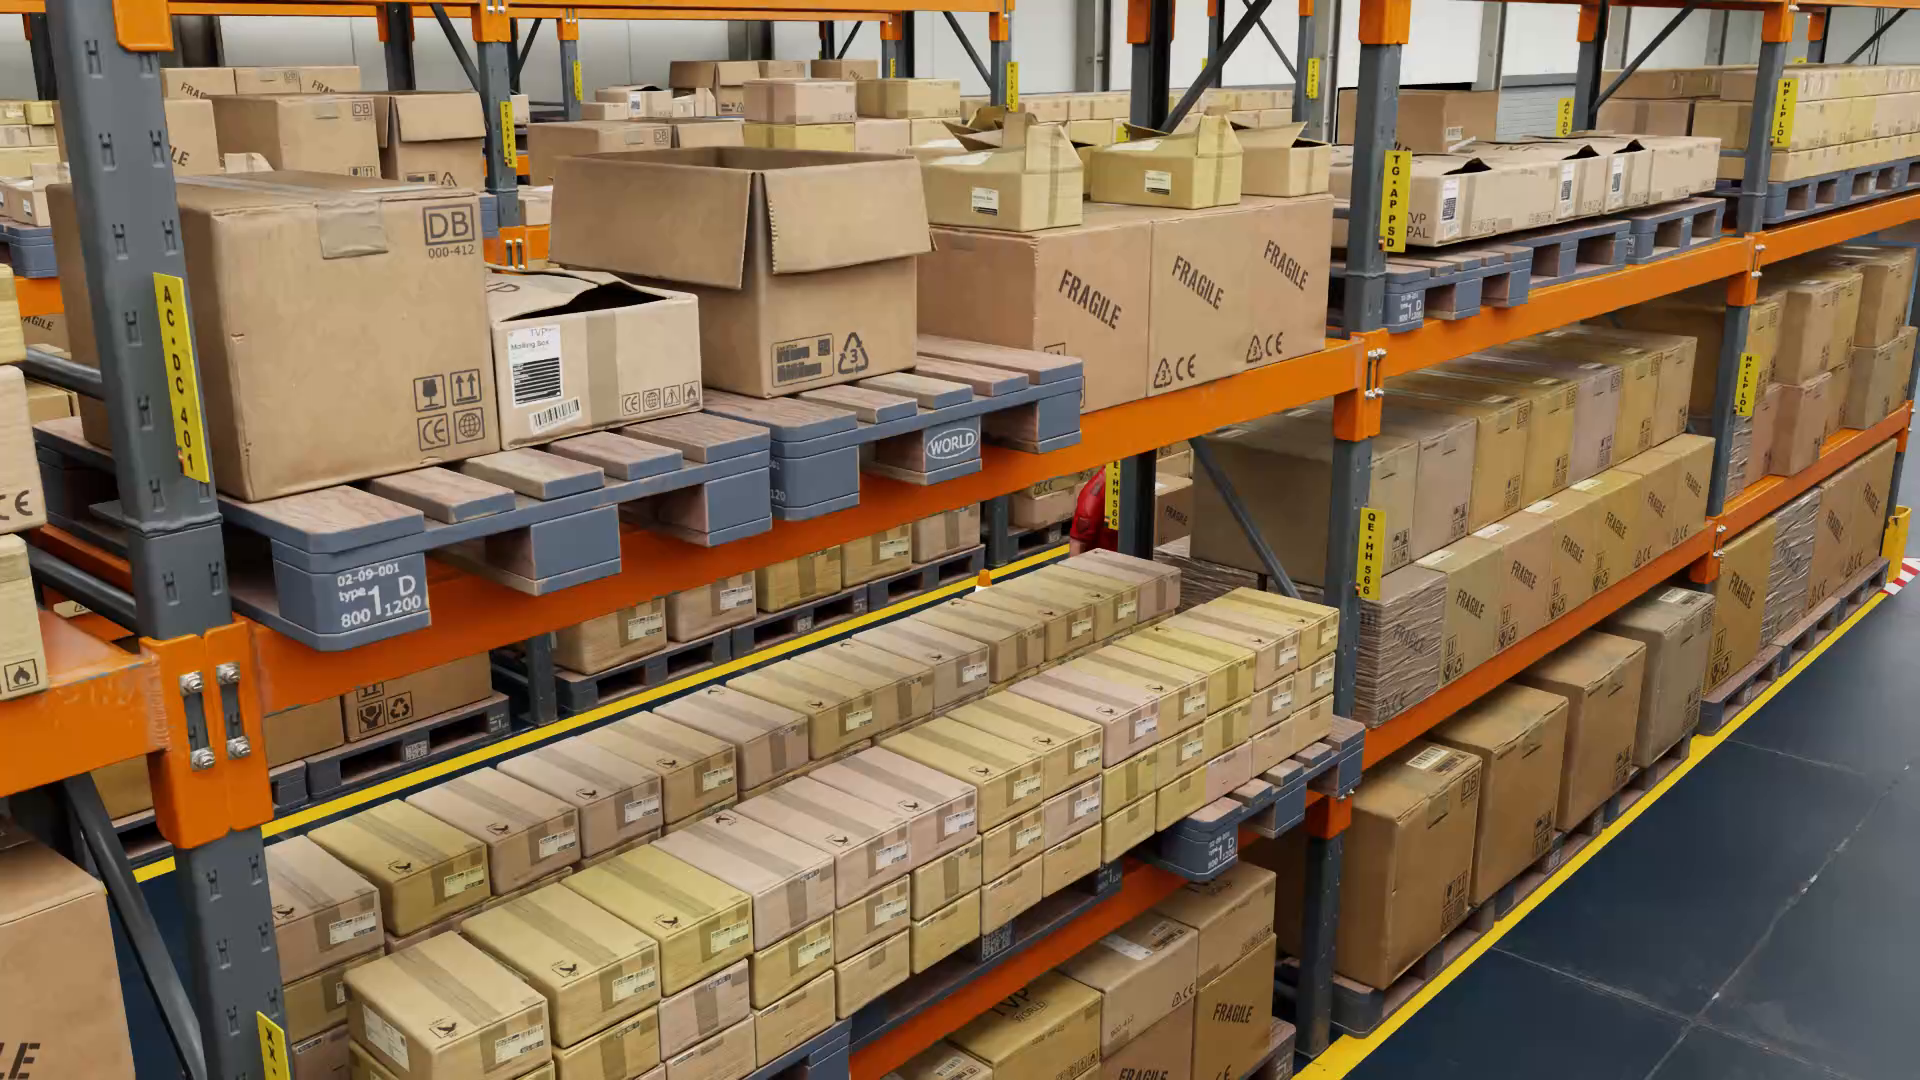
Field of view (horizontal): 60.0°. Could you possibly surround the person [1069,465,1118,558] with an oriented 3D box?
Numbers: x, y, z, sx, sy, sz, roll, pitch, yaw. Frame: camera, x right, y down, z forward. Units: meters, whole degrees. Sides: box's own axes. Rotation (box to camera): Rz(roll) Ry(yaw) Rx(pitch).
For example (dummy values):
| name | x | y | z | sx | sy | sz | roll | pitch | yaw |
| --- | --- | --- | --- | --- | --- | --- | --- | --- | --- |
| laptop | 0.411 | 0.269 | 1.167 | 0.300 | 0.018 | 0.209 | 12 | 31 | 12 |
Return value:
| name | x | y | z | sx | sy | sz | roll | pitch | yaw |
| --- | --- | --- | --- | --- | --- | --- | --- | --- | --- |
| person | 0.817 | 0.267 | 9.185 | 0.393 | 1.725 | 0.594 | 13 | 21 | 37 |
